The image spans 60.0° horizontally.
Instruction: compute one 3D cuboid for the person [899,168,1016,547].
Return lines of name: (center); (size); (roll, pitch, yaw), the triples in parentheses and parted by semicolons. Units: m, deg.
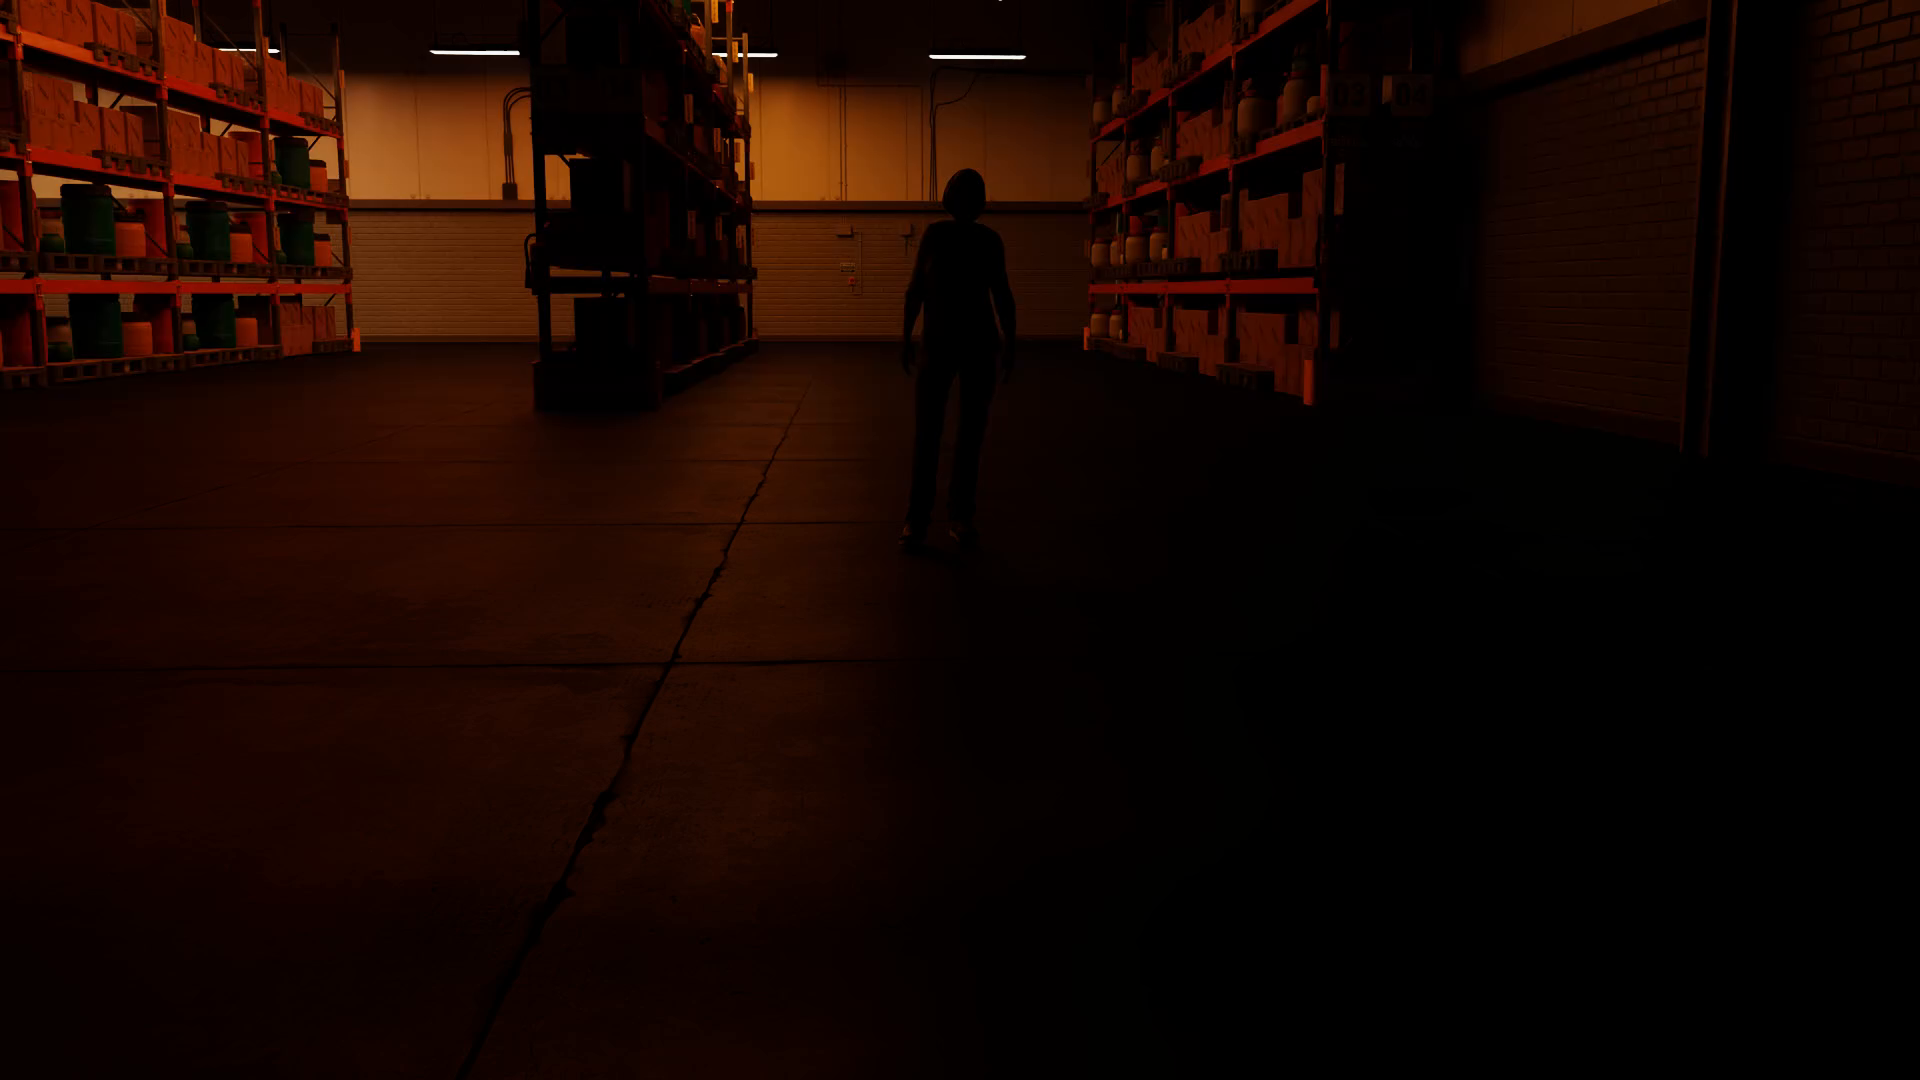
person: (-0.010, -0.786, 7.118); (0.520, 1.597, 0.475); (-1, 8, -4)
